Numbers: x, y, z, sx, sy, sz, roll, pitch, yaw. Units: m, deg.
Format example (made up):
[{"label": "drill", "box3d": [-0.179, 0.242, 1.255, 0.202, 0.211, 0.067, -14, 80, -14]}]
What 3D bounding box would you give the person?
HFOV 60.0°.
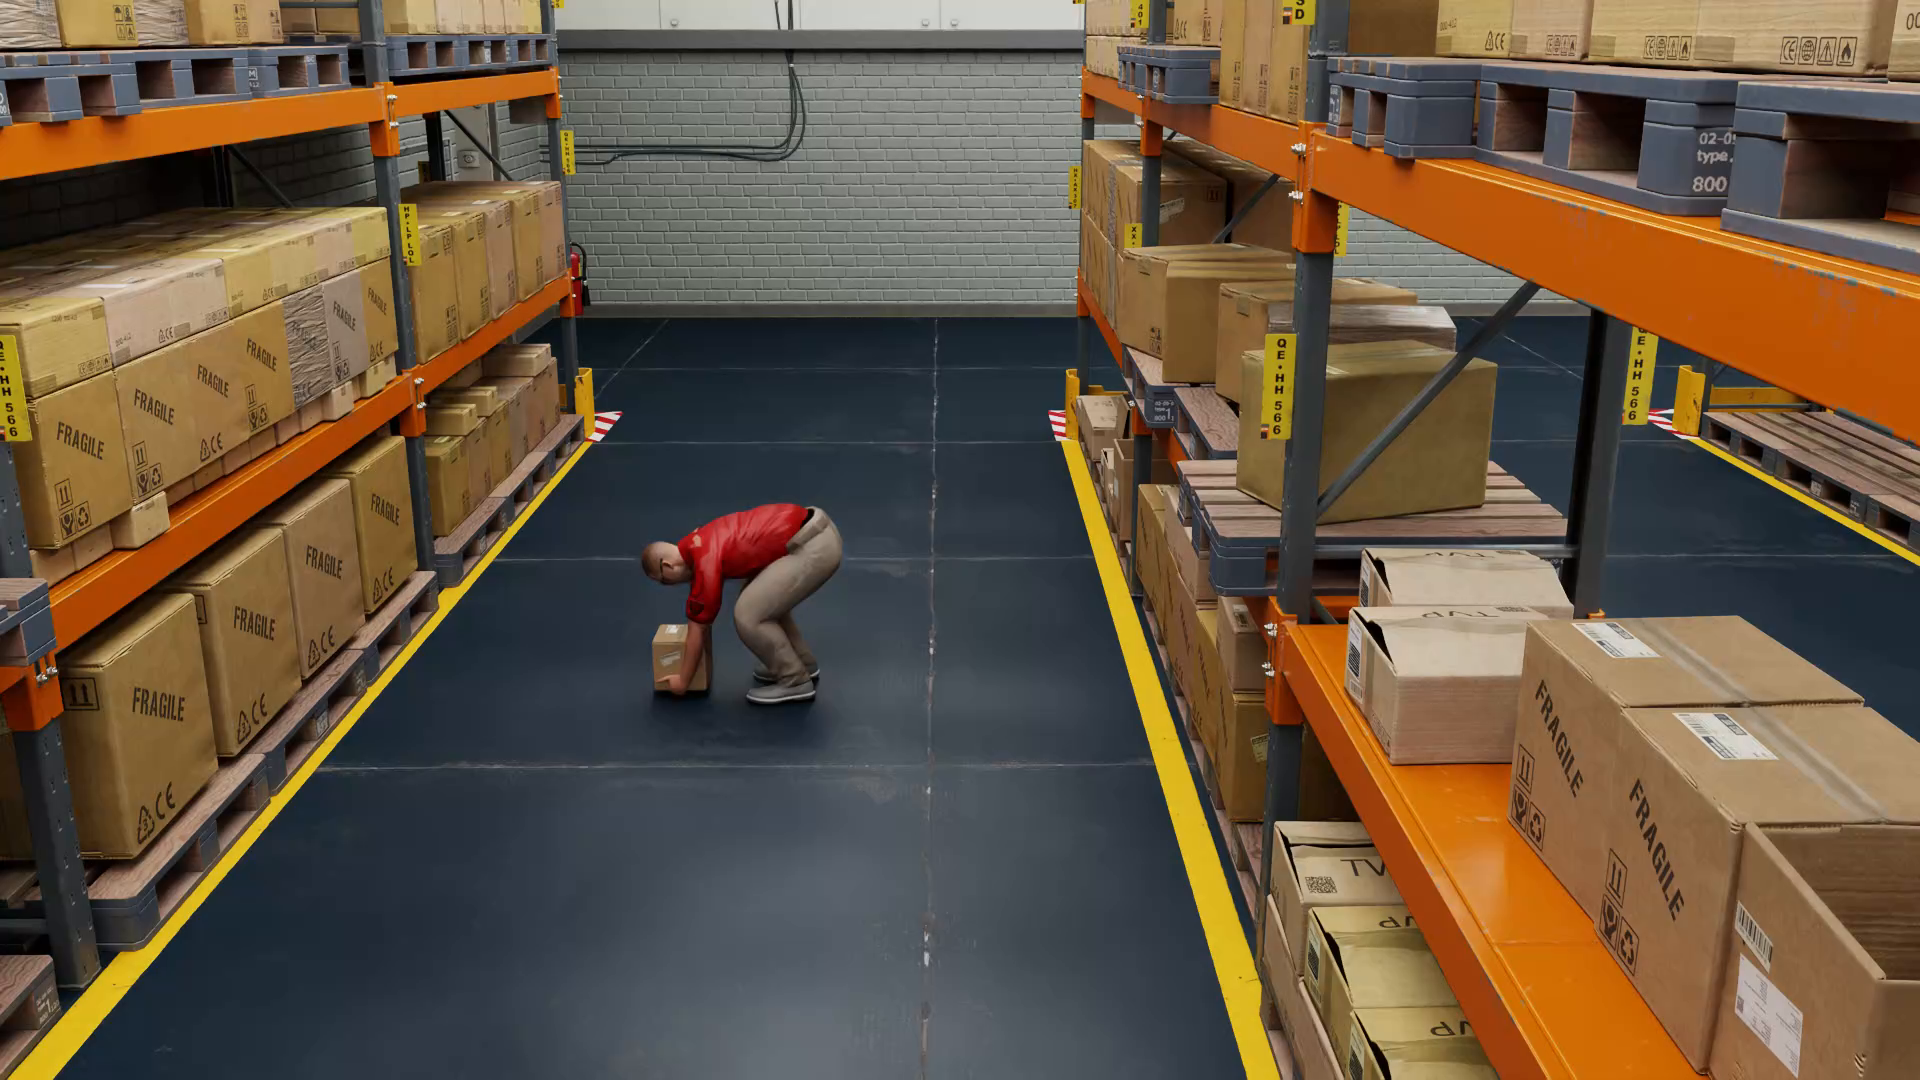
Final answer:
[{"label": "person", "box3d": [-1.038, 0.304, 8.001, 0.956, 0.896, 0.540, -1, 17, -3]}]
